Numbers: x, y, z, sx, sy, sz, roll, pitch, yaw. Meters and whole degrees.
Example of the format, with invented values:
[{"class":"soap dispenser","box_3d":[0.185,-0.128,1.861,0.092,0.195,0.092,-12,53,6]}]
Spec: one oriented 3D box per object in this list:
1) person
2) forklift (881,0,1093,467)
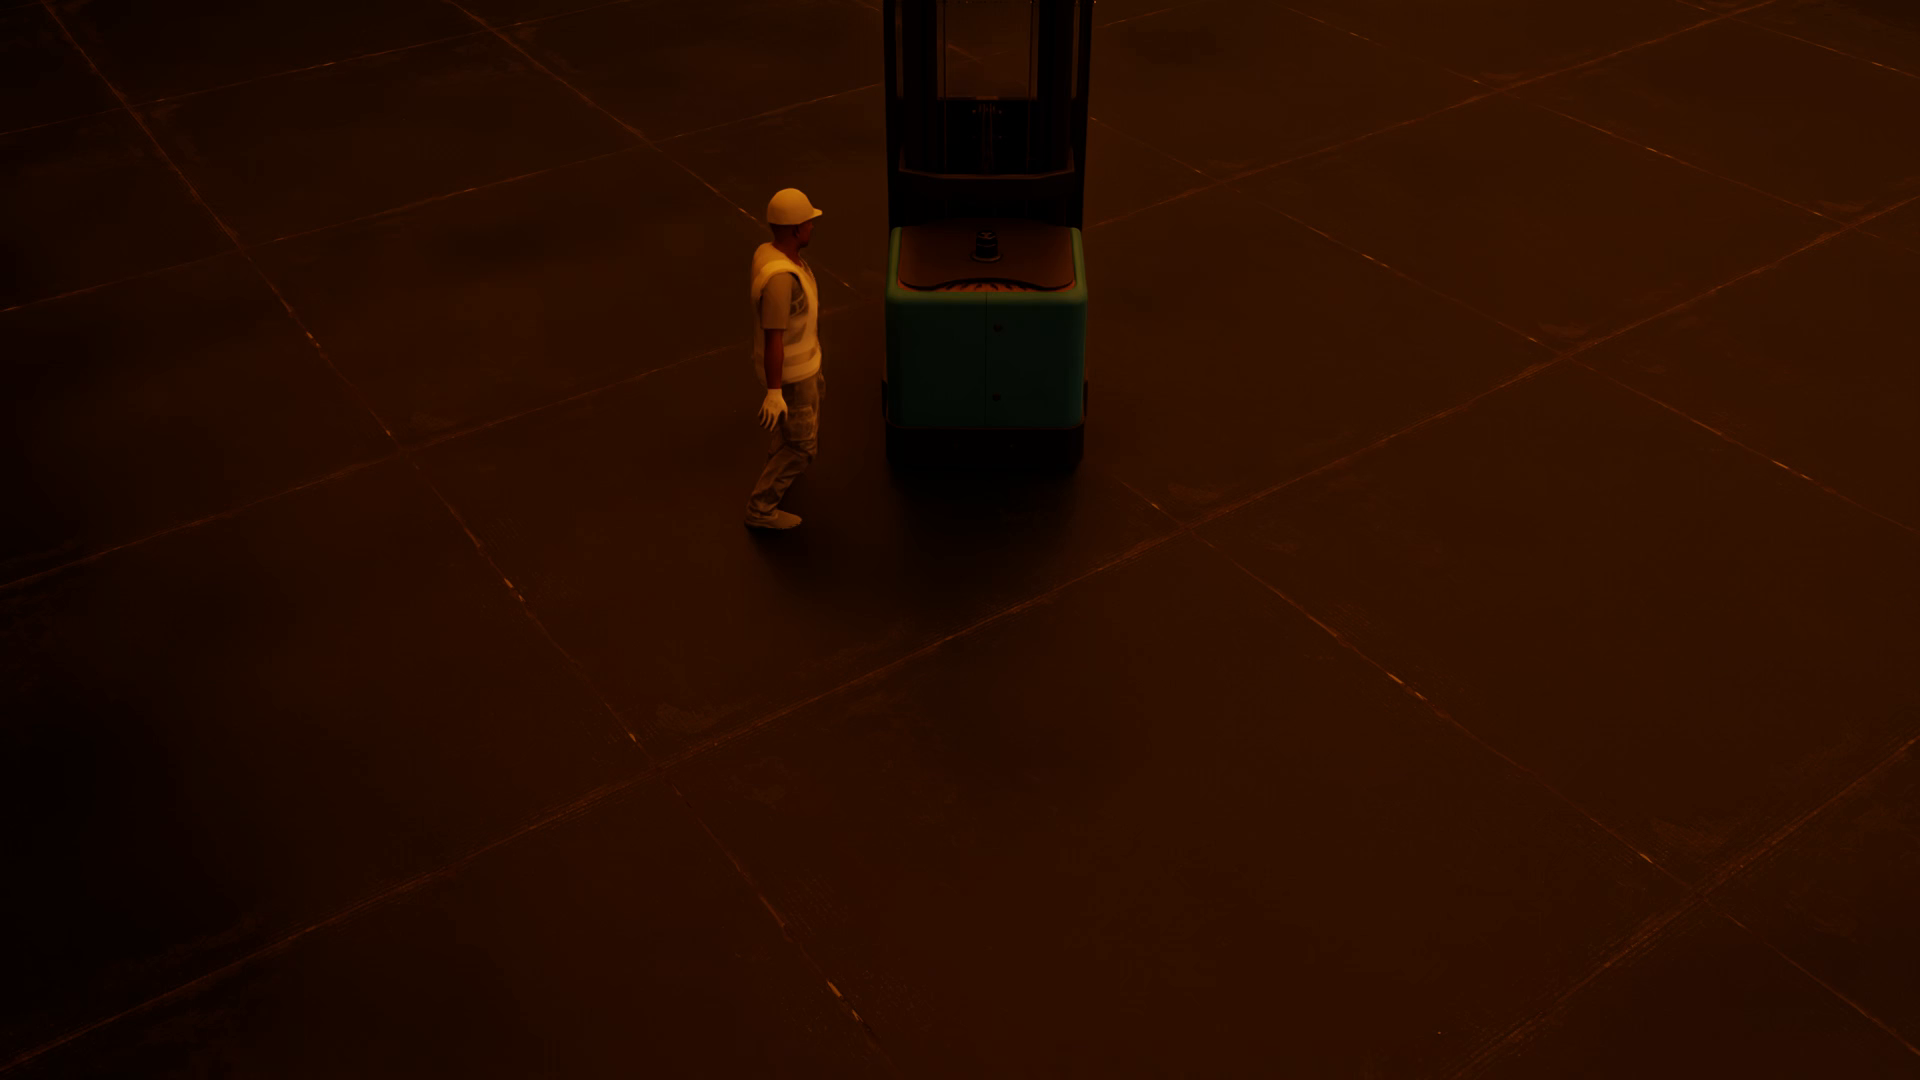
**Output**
[{"class":"person","box_3d":[-0.876,-0.845,8.138,0.486,1.741,0.907,-3,37,-5]},{"class":"forklift","box_3d":[0.146,-2.410,9.204,1.130,2.935,3.031,0,36,0]}]
